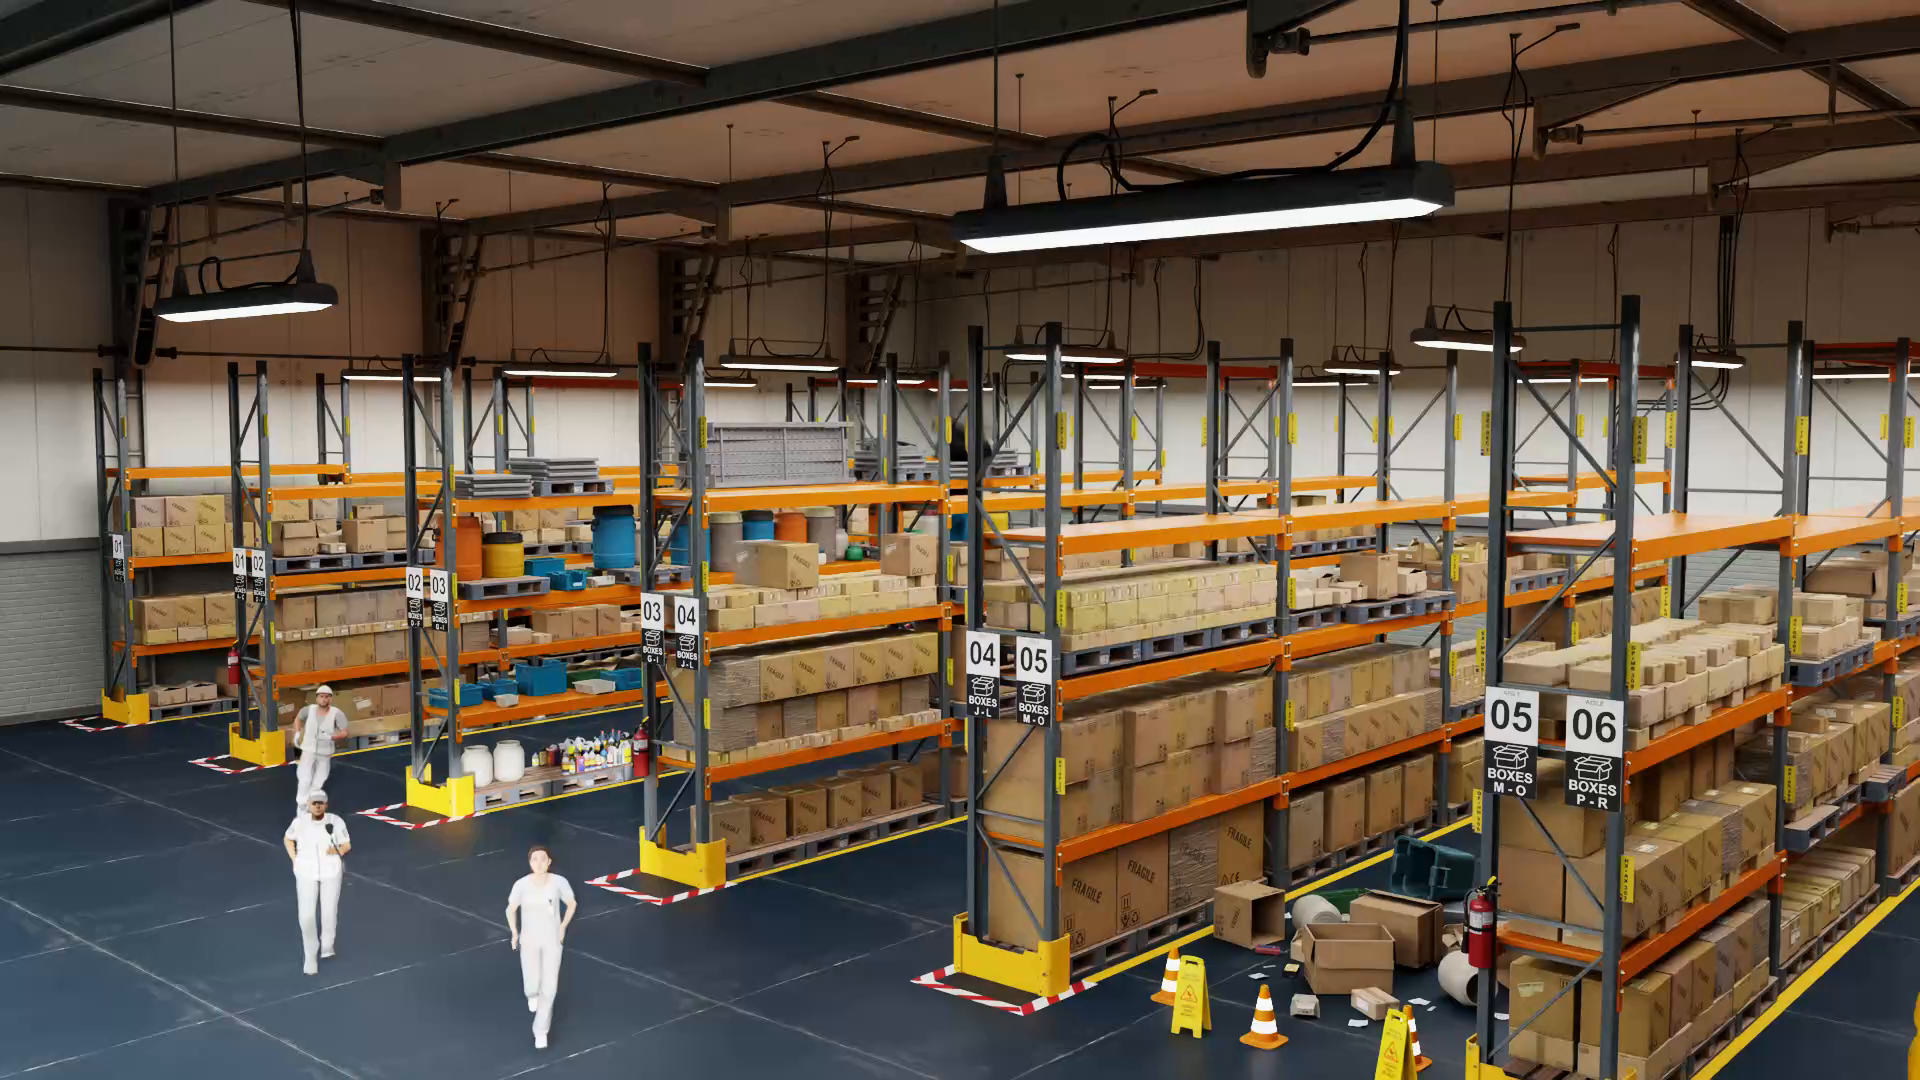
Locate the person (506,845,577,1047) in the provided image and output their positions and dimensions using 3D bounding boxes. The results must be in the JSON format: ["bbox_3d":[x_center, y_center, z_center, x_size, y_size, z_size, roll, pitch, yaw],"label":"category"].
[{"bbox_3d":[-3.488,3.342,13.882,0.572,1.631,0.623,-1,4,-14],"label":"person"}]

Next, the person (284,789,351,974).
[{"bbox_3d":[-6.022,3.197,15.624,0.582,1.718,0.685,-2,5,-23],"label":"person"}]

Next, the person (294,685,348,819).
[{"bbox_3d":[-8.144,2.743,21.176,0.696,1.836,0.721,-1,4,-19],"label":"person"}]
